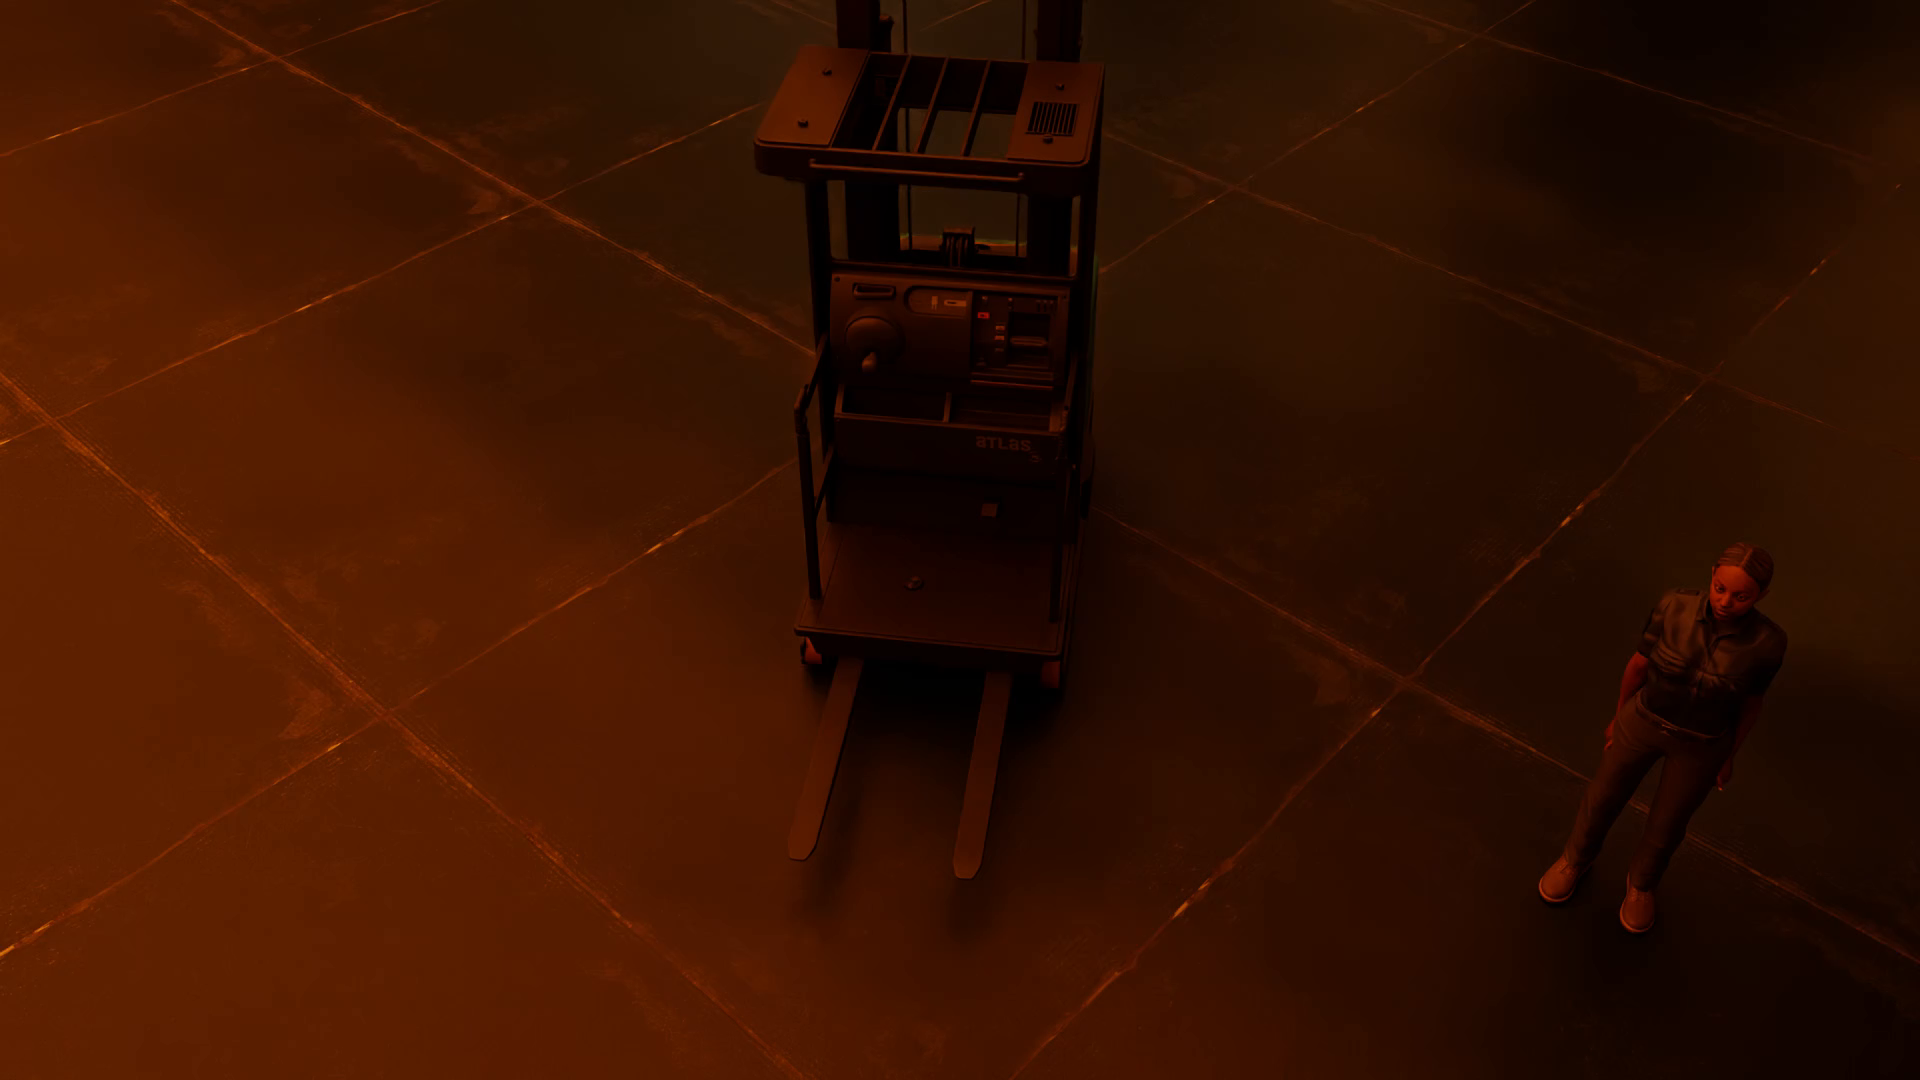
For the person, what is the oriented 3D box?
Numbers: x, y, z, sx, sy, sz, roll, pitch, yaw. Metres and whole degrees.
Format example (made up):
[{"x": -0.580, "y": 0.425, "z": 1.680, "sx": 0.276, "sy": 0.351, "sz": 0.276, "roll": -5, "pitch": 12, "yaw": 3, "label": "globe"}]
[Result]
[{"x": 2.397, "y": 0.674, "z": 5.624, "sx": 0.452, "sy": 1.660, "sz": 0.340, "roll": 21, "pitch": 45, "yaw": 22, "label": "person"}]

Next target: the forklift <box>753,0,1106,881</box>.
[{"x": -0.071, "y": -0.738, "z": 6.289, "sx": 1.130, "sy": 2.935, "sz": 3.031, "roll": 5, "pitch": 41, "yaw": 6, "label": "forklift"}]
